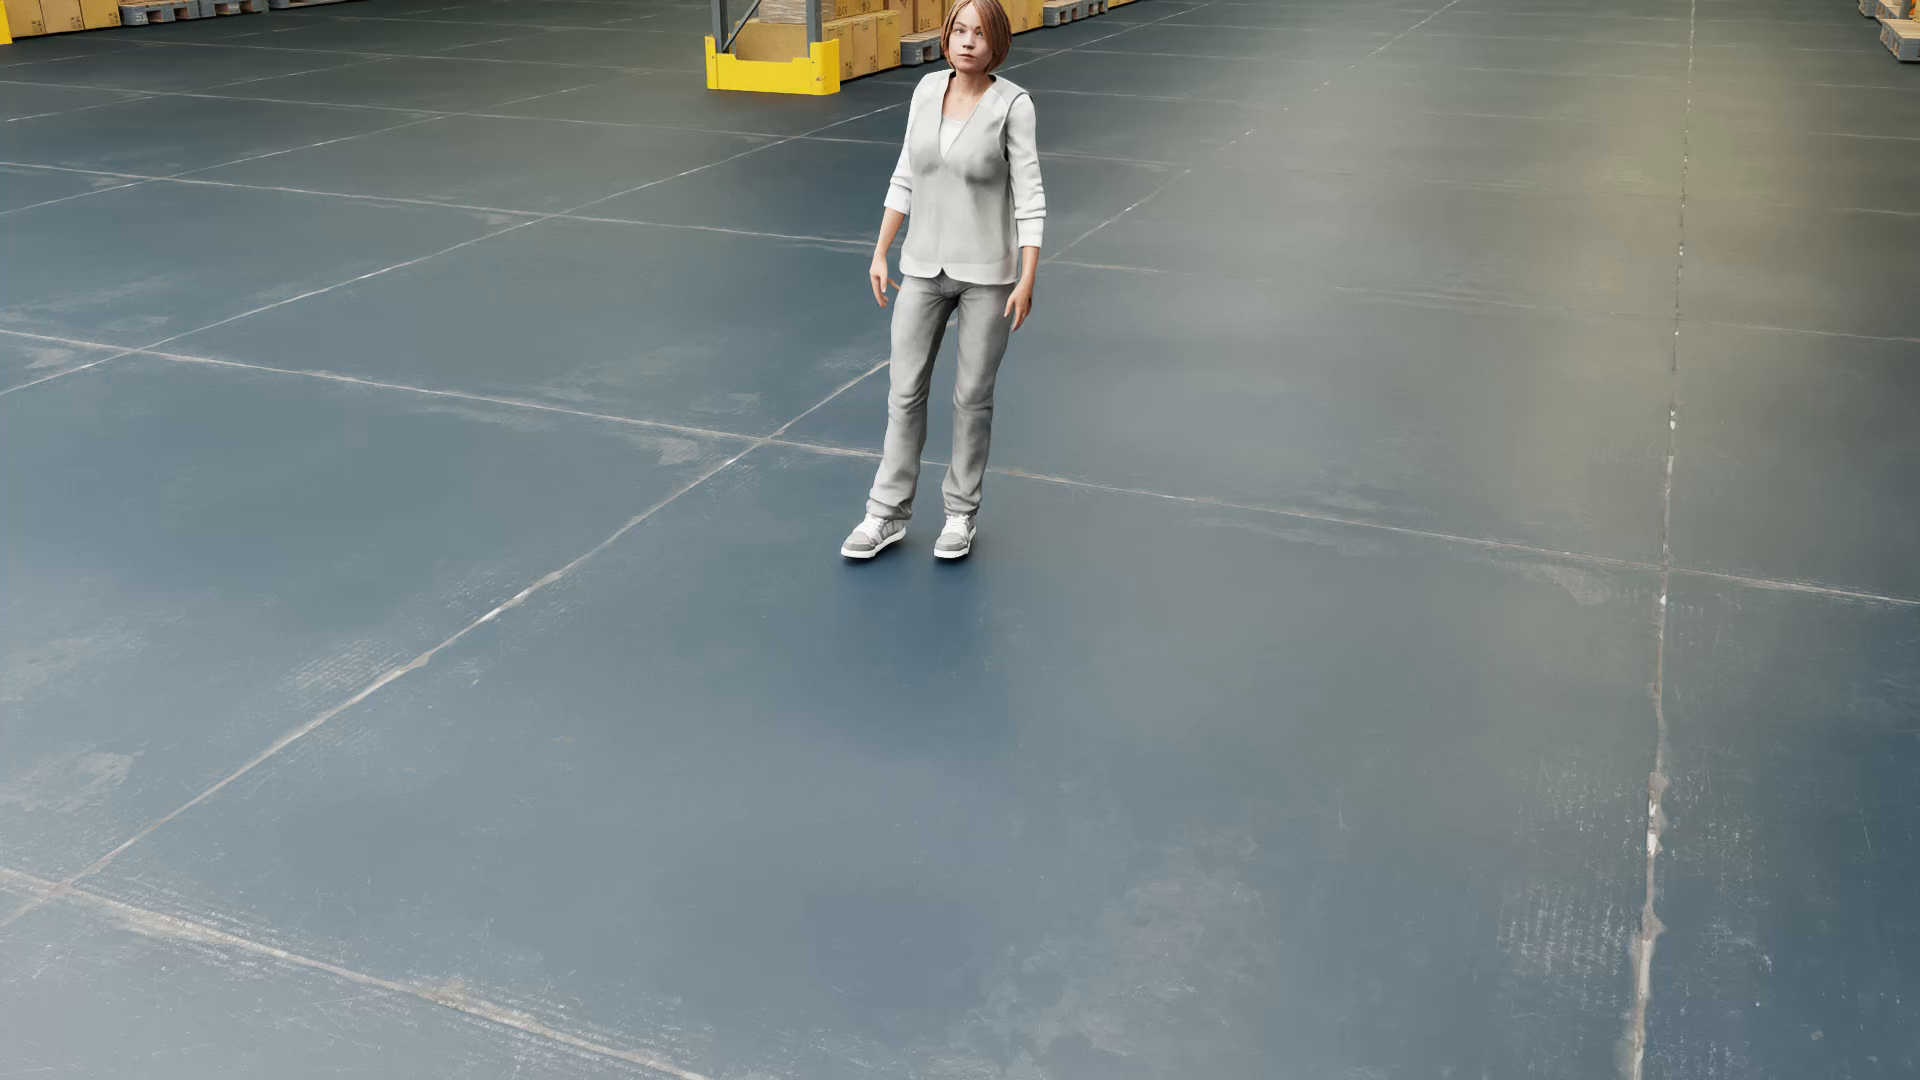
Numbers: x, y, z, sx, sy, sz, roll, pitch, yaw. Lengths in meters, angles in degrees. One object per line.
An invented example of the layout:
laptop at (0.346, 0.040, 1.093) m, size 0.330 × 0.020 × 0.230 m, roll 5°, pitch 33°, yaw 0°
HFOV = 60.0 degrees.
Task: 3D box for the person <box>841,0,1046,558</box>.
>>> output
person at (-0.042, -0.719, 4.723) m, size 0.520 × 1.599 × 0.473 m, roll 9°, pitch 24°, yaw 21°
